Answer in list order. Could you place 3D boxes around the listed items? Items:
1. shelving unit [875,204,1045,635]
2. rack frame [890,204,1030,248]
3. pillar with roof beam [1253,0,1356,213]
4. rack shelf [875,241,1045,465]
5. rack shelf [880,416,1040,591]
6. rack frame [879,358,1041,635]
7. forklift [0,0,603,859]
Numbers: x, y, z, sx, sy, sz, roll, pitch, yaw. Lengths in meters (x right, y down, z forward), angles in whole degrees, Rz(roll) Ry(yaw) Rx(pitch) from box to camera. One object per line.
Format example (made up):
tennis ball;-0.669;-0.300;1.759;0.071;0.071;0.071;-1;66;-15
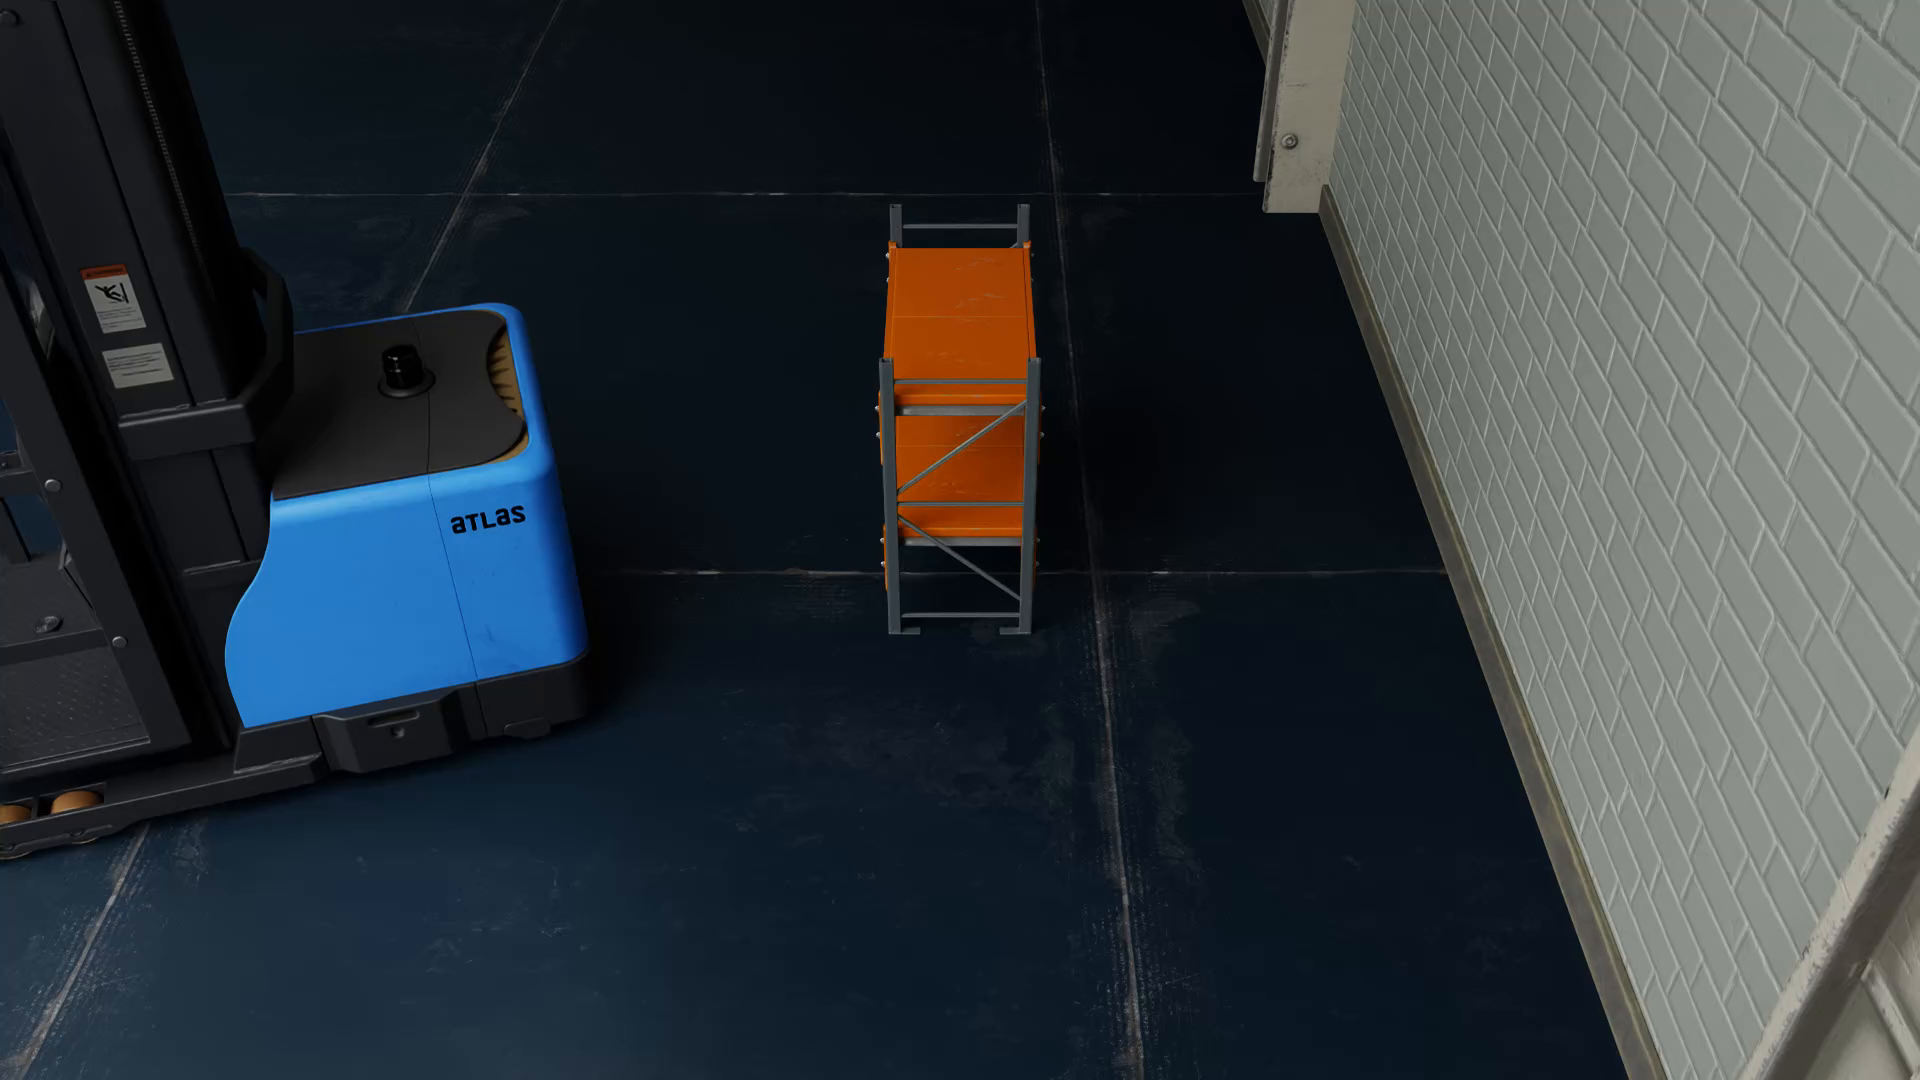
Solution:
shelving unit;0.000;-0.435;5.893;0.538;1.125;1.048;0;39;0
rack frame;-0.001;-0.753;6.290;0.500;1.125;0.032;0;39;0
pillar with roof beam;-2.637;-5.265;5.624;9.100;9.000;0.400;0;39;0
rack shelf;0.000;-0.663;5.710;0.538;0.278;1.000;0;39;0
rack shelf;0.000;-0.244;6.046;0.538;0.278;1.000;0;39;0
rack frame;0.001;-0.117;5.496;0.500;1.125;0.032;0;39;0
forklift;-2.754;-0.549;4.591;3.031;2.935;1.130;-11;40;-14
